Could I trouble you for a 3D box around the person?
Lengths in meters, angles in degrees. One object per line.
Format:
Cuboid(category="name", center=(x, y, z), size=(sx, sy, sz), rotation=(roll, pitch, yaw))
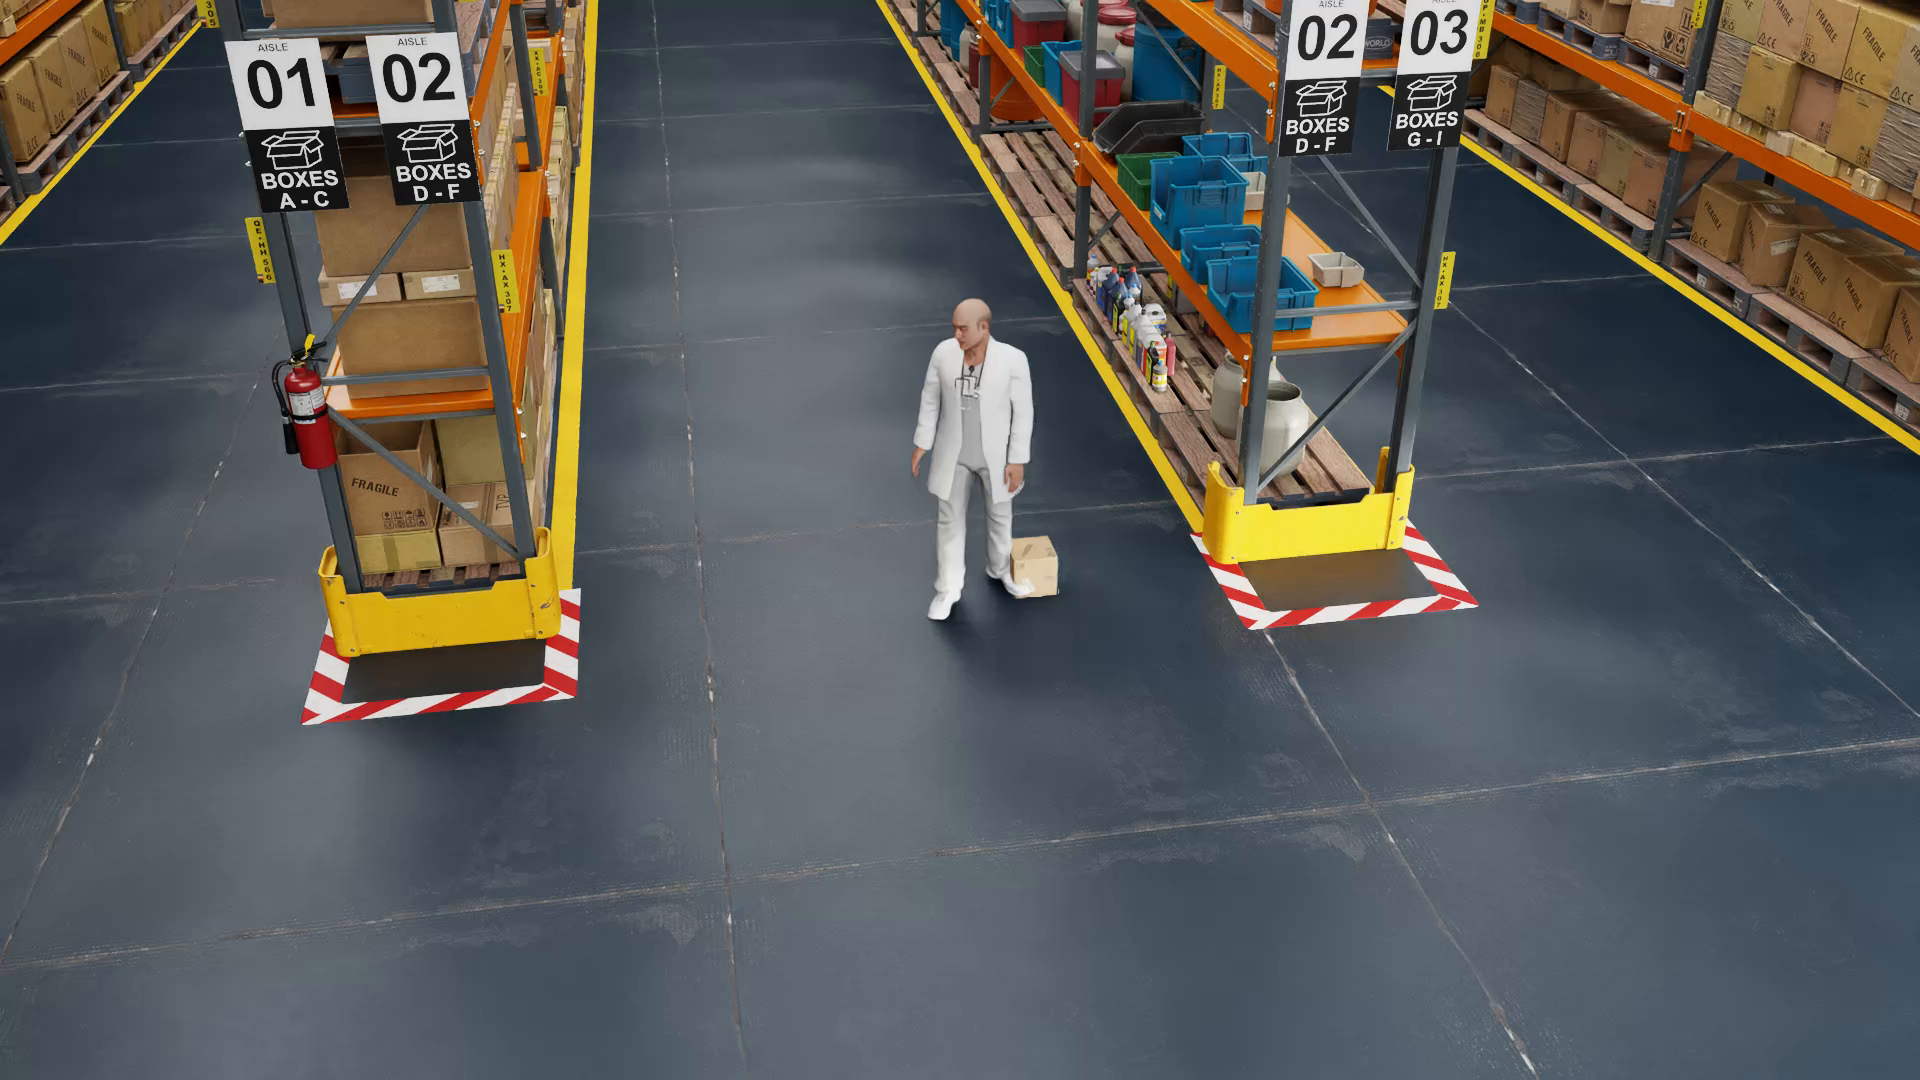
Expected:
Cuboid(category="person", center=(0.060, -0.442, 8.863), size=(0.657, 1.773, 0.658), rotation=(5, 31, 9))
